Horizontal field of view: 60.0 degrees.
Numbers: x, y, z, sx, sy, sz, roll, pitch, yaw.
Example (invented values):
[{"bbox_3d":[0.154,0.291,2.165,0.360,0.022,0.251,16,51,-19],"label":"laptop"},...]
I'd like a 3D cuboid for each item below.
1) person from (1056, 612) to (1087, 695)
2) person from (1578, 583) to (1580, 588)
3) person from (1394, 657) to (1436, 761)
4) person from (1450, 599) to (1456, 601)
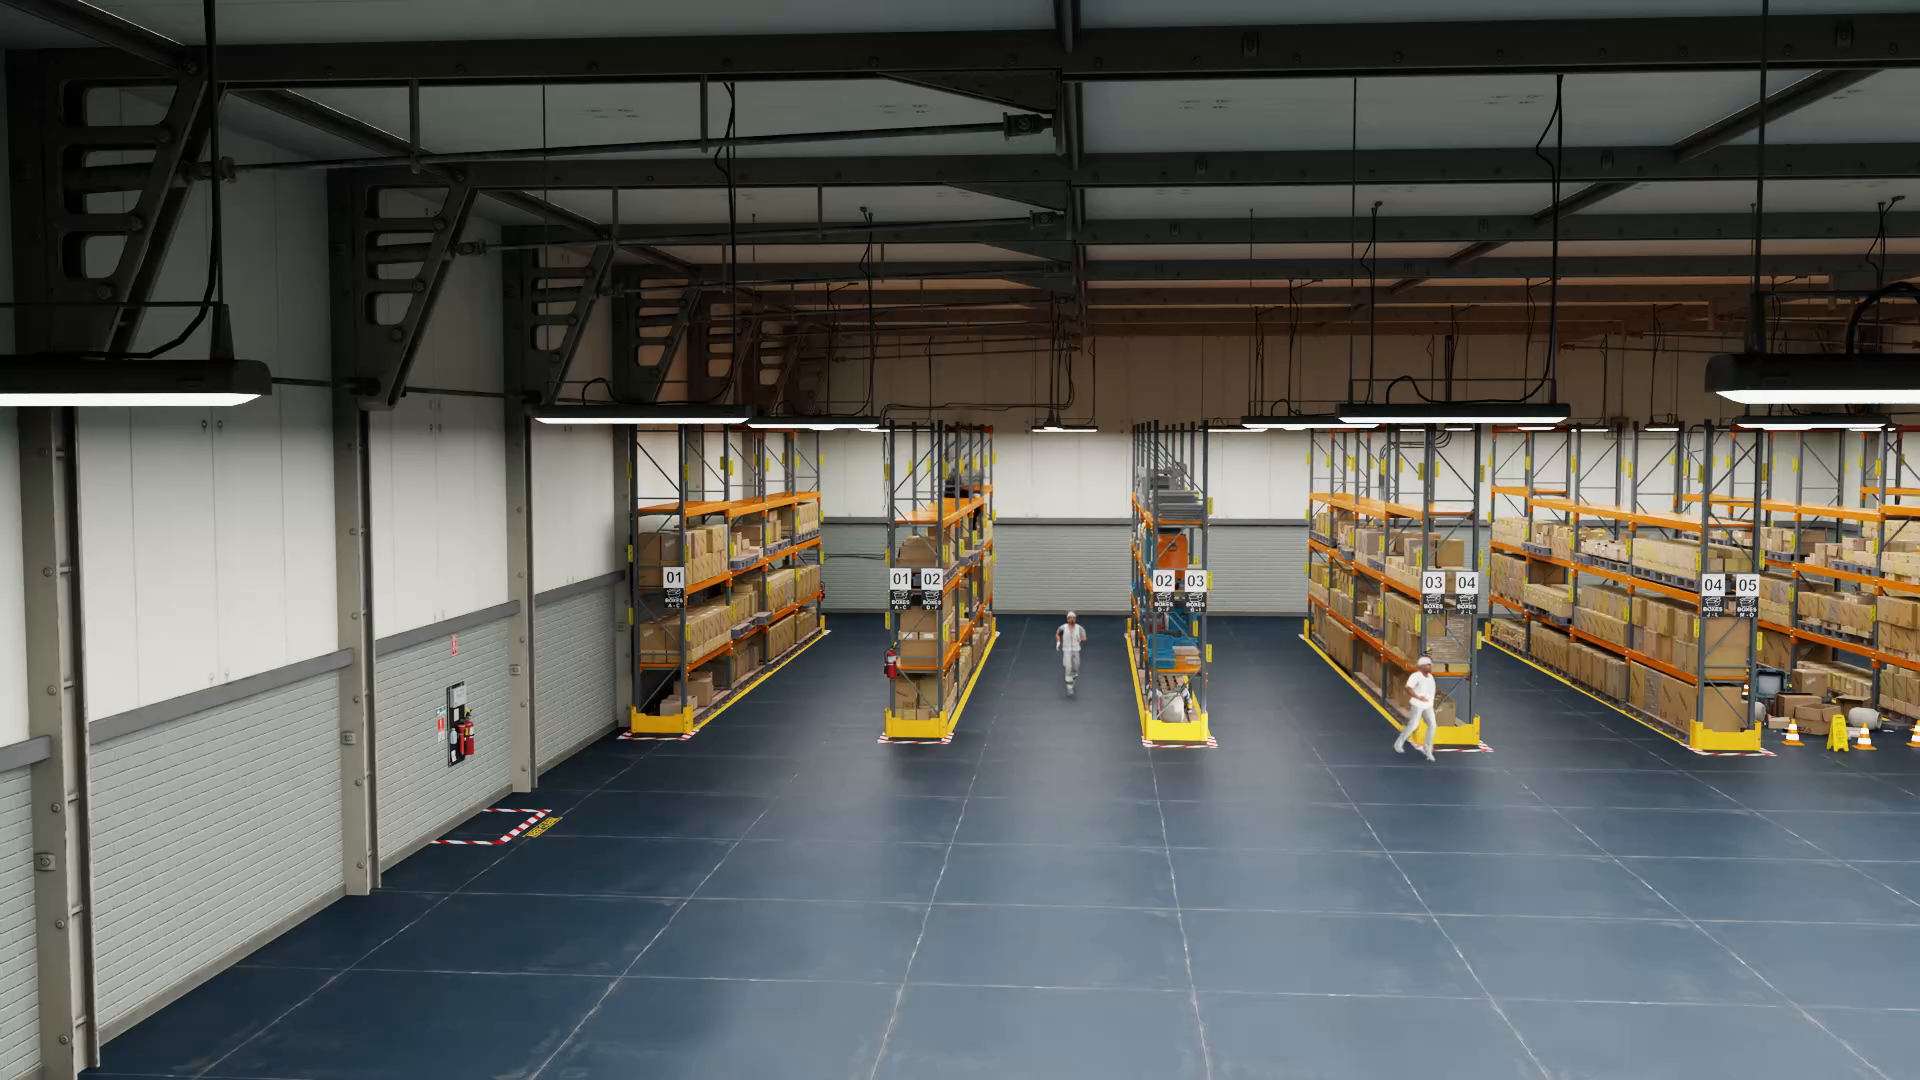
[{"bbox_3d":[2.463,2.473,36.736,0.659,1.773,1.002,0,4,-5],"label":"person"},{"bbox_3d":[16.835,2.010,45.472,0.544,1.725,0.737,-1,4,-11],"label":"person"},{"bbox_3d":[8.236,2.978,29.590,0.757,1.784,0.831,-2,4,-30],"label":"person"},{"bbox_3d":[13.430,1.995,45.855,0.624,1.651,0.836,2,4,30],"label":"person"}]
